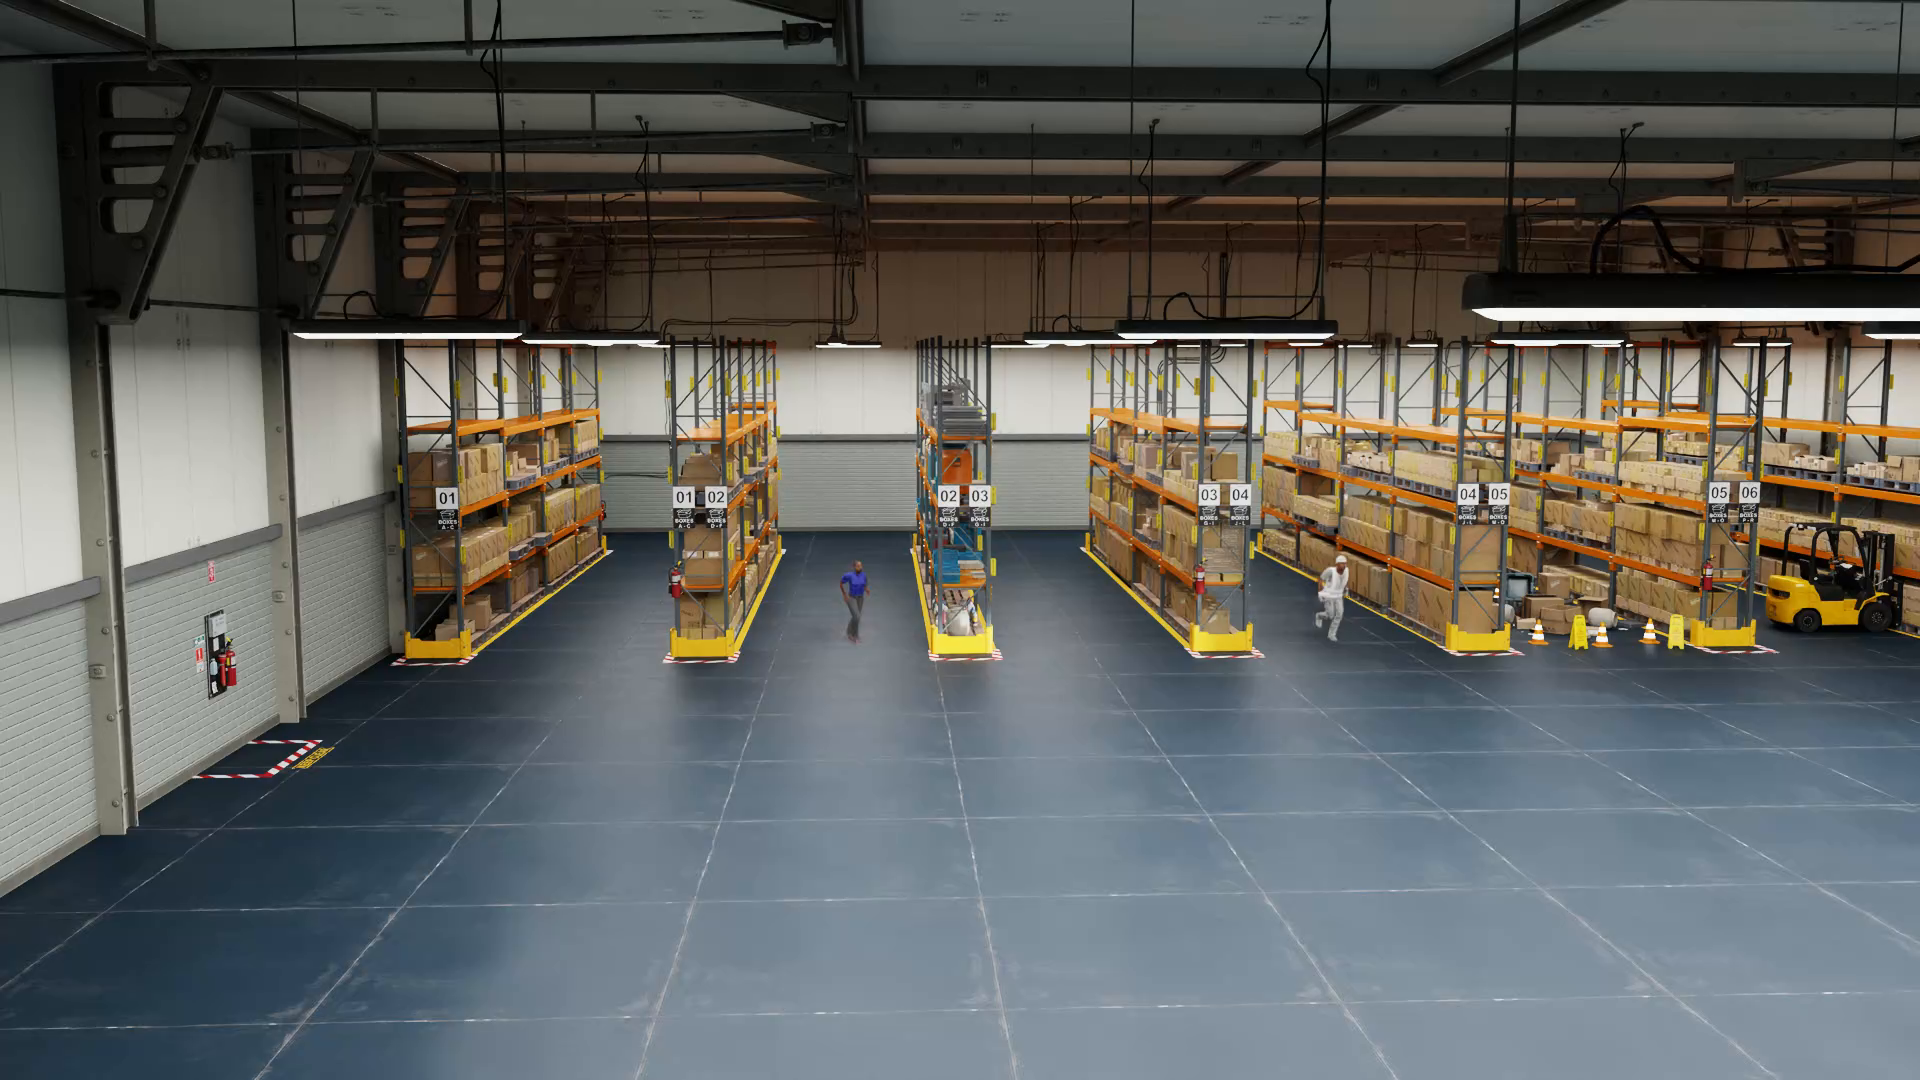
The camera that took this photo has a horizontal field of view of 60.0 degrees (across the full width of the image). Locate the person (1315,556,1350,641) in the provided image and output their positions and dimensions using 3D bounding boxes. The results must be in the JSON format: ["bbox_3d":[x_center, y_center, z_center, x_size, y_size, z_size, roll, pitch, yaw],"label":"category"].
[{"bbox_3d":[7.413,1.136,33.143,0.680,1.715,0.870,-3,7,-28],"label":"person"}]

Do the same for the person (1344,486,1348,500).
[{"bbox_3d":[11.384,-0.758,49.321,0.864,1.764,0.679,0,7,4],"label":"person"}]

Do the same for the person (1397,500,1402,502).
[{"bbox_3d":[11.605,-0.170,44.266,0.633,1.797,0.729,-2,7,-16],"label":"person"}]

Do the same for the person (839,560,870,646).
[{"bbox_3d":[-2.054,1.231,32.622,0.506,1.706,0.846,-5,8,-38],"label":"person"}]

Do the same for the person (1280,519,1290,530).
[{"bbox_3d":[9.657,-0.589,48.846,0.627,1.555,0.604,1,7,13],"label":"person"}]
